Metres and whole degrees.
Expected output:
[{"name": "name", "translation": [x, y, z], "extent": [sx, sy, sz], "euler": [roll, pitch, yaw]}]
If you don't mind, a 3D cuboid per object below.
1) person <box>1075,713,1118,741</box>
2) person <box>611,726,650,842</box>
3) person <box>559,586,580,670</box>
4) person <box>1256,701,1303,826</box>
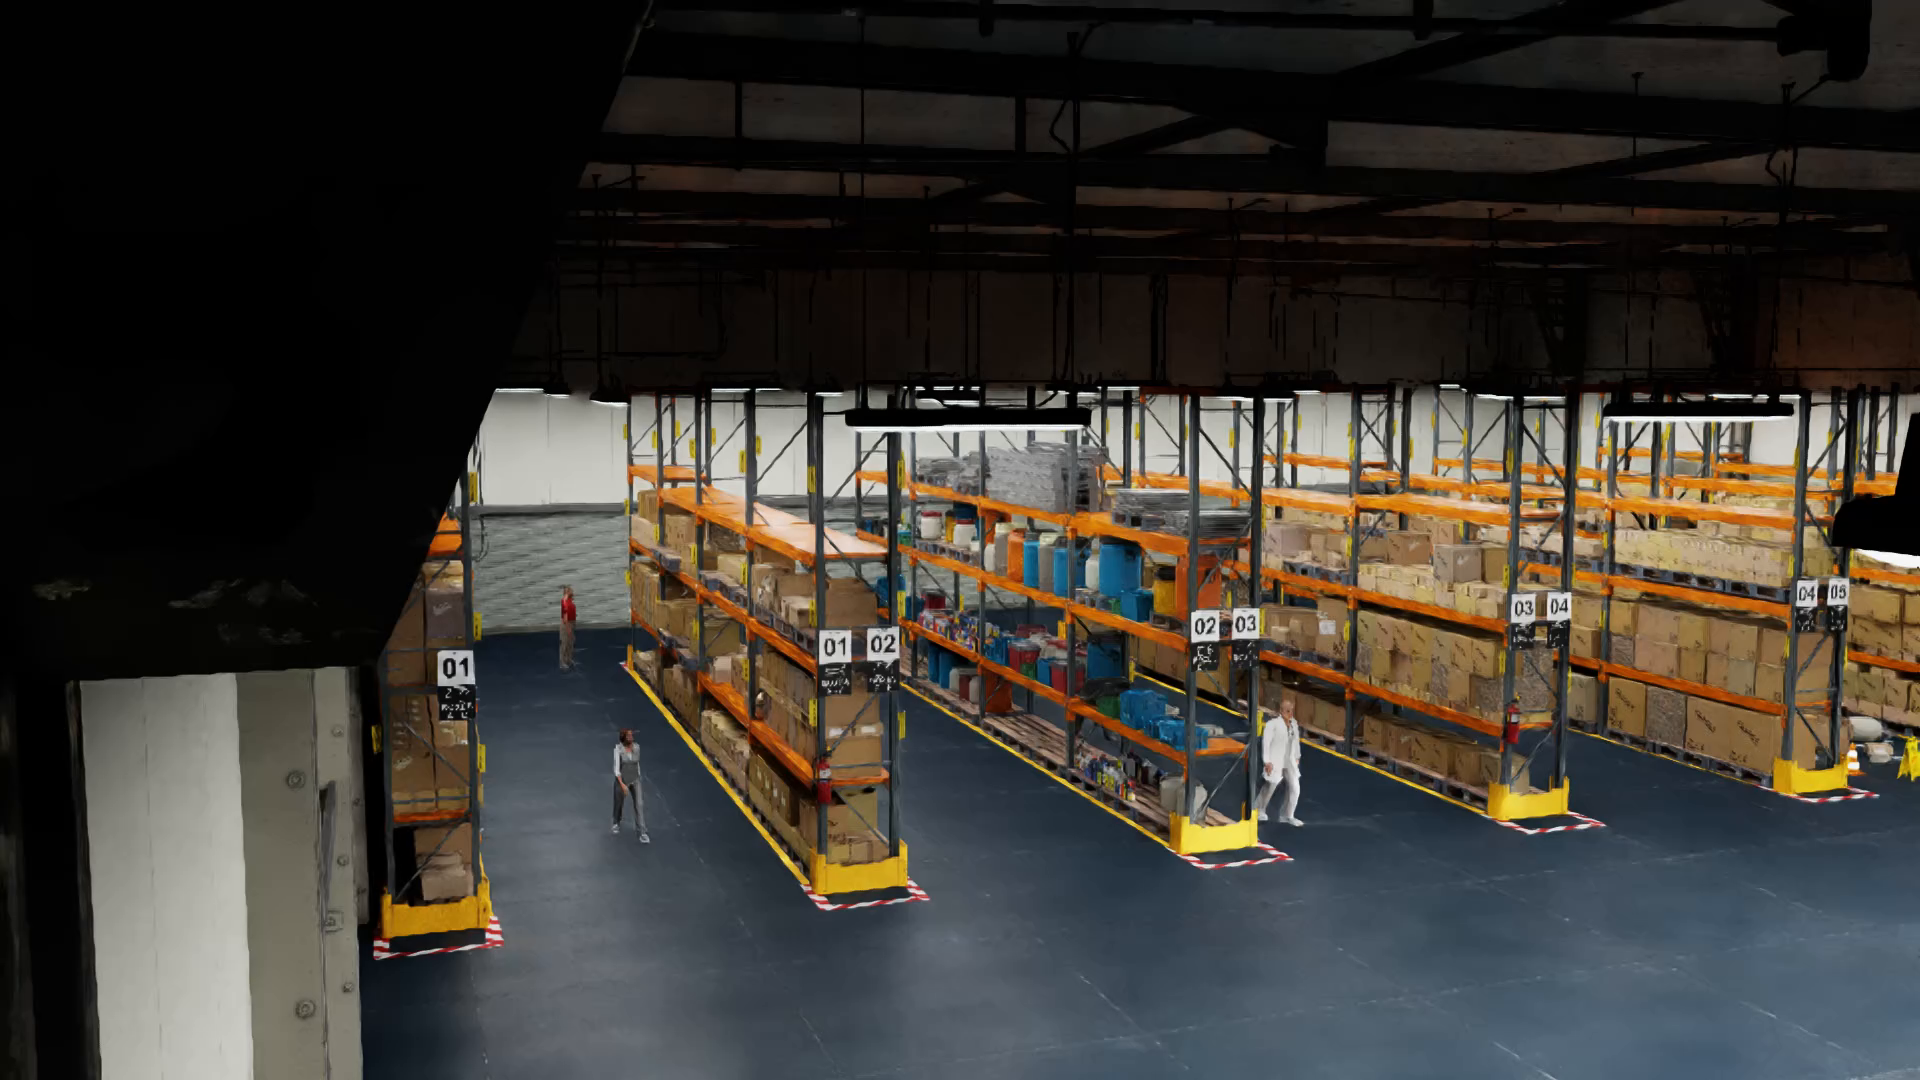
[{"name": "person", "translation": [2.271, 2.609, 28.271], "extent": [0.443, 1.587, 0.996], "euler": [-3, 7, -27]}, {"name": "person", "translation": [-4.473, 3.260, 22.338], "extent": [0.411, 1.516, 0.956], "euler": [-3, 7, -28]}, {"name": "person", "translation": [-8.274, 1.832, 35.132], "extent": [0.414, 1.736, 0.640], "euler": [-1, 6, -6]}, {"name": "person", "translation": [4.424, 3.072, 23.197], "extent": [0.731, 1.748, 0.768], "euler": [-3, 7, -27]}]
